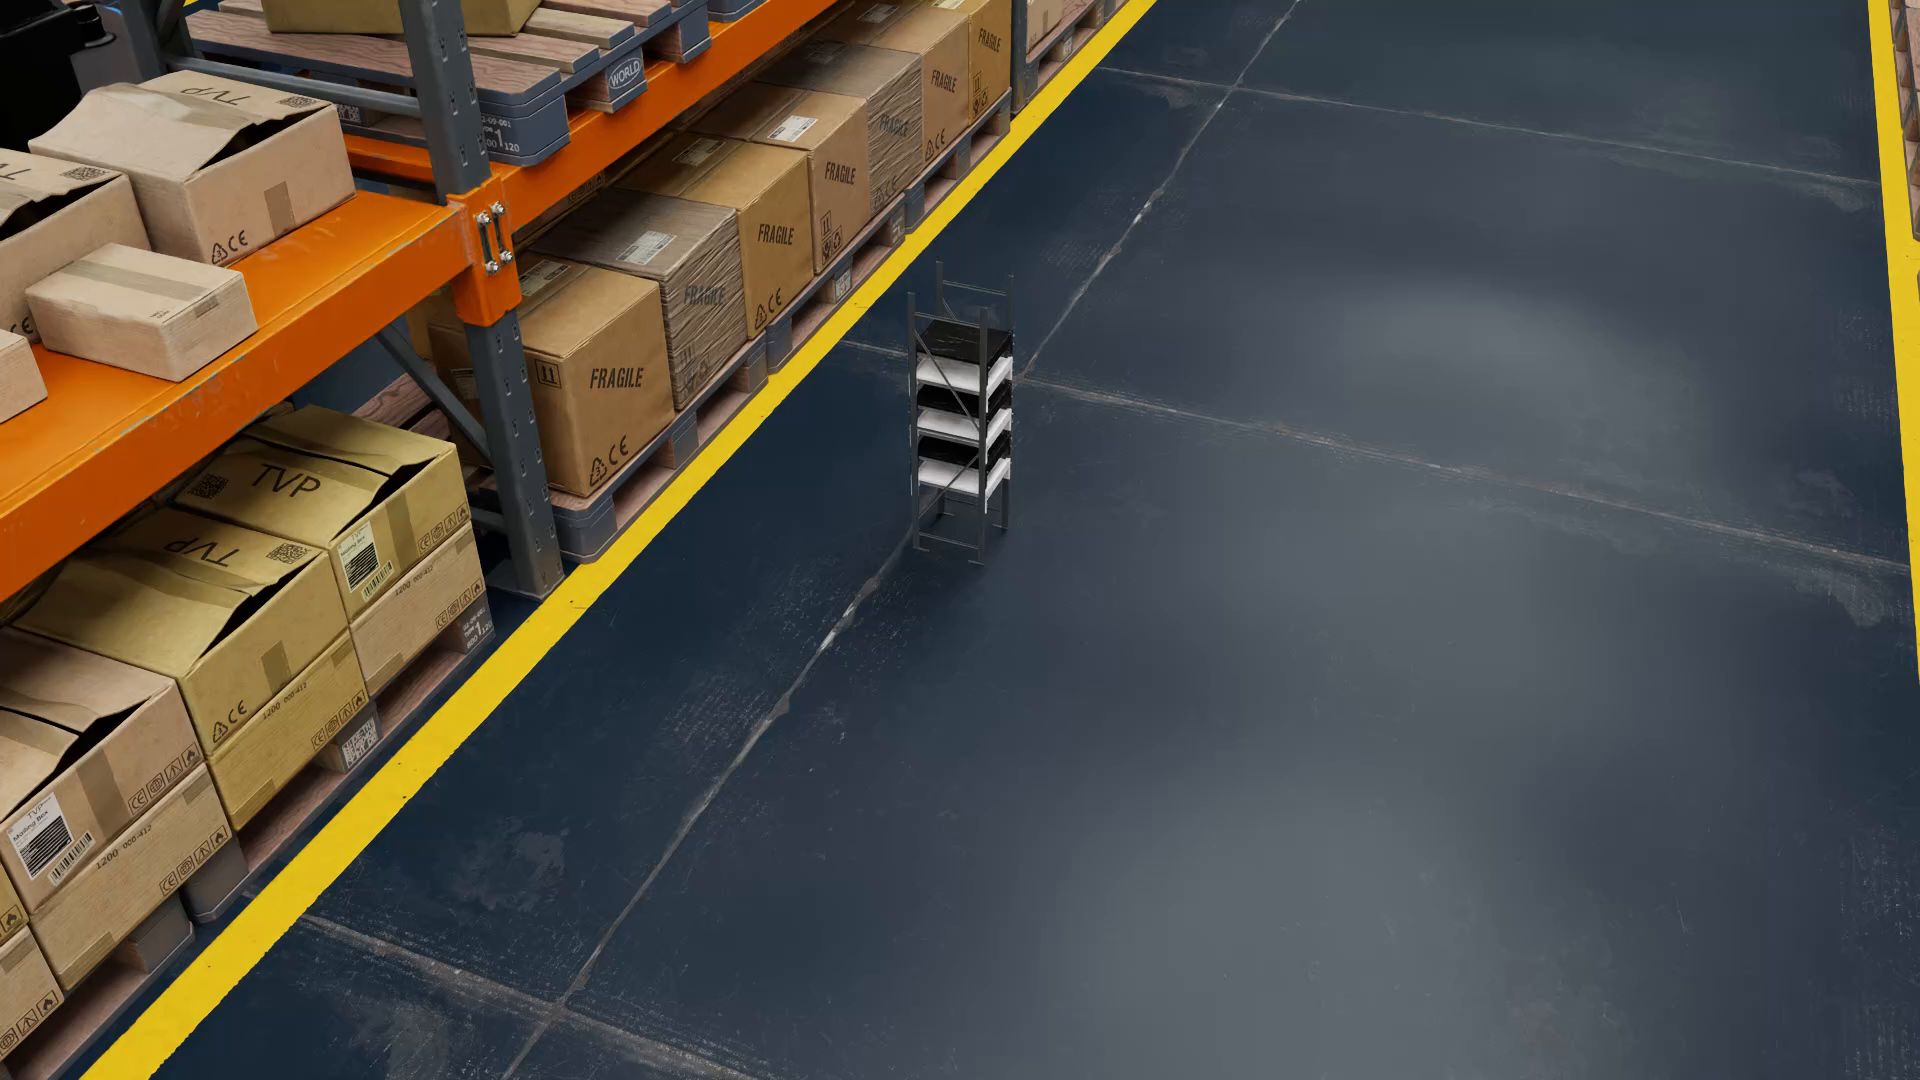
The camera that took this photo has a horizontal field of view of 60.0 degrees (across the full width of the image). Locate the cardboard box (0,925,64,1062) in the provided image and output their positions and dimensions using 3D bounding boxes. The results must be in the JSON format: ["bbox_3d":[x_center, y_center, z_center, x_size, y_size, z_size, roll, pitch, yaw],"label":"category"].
[{"bbox_3d":[-2.247,0.968,3.395,0.500,0.250,0.500,15,39,19],"label":"cardboard box"}]

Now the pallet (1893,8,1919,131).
[{"bbox_3d":[5.116,-2.222,8.047,1.003,0.211,1.213,14,39,18],"label":"pallet"}]

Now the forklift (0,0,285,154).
[{"bbox_3d":[-3.419,-1.382,4.650,1.130,2.935,3.031,14,39,18],"label":"forklift"}]

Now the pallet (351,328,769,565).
[{"bbox_3d":[-1.373,-0.449,5.674,1.003,0.211,1.213,14,39,18],"label":"pallet"}]

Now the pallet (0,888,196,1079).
[{"bbox_3d":[-2.507,1.076,3.634,1.003,0.211,1.213,14,39,18],"label":"pallet"}]

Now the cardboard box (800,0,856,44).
[{"bbox_3d":[-0.772,-2.041,7.195,0.500,0.500,0.500,14,39,18],"label":"cardboard box"}]

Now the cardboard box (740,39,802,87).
[{"bbox_3d":[-0.969,-1.766,6.827,0.500,0.500,0.500,14,39,18],"label":"cardboard box"}]

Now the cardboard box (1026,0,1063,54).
[{"bbox_3d":[0.190,-2.658,8.179,0.500,0.311,0.500,14,39,18],"label":"cardboard box"}]

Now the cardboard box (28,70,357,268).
[{"bbox_3d":[-1.871,-0.934,4.069,0.500,0.311,0.500,16,40,21],"label":"cardboard box"}]

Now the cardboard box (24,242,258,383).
[{"bbox_3d":[-1.779,-0.500,3.623,0.380,0.149,0.250,14,39,18],"label":"cardboard box"}]

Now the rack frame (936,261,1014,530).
[{"bbox_3d":[0.042,-0.421,5.062,0.240,0.900,0.006,14,39,18],"label":"rack frame"}]

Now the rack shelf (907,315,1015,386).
[{"bbox_3d":[0.003,-0.555,4.845,0.258,0.077,0.200,14,39,18],"label":"rack shelf"}]

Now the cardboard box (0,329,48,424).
[{"bbox_3d":[-2.125,-0.342,3.412,0.380,0.149,0.250,17,40,21],"label":"cardboard box"}]

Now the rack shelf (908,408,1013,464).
[{"bbox_3d":[0.003,-0.338,5.007,0.258,0.077,0.200,14,39,18],"label":"rack shelf"}]

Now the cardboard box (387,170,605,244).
[{"bbox_3d":[-1.536,-1.240,5.498,0.500,0.250,0.500,15,39,19],"label":"cardboard box"}]

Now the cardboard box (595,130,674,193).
[{"bbox_3d":[-1.356,-1.194,6.062,0.500,0.500,0.500,12,39,16],"label":"cardboard box"}]

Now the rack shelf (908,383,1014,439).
[{"bbox_3d":[0.003,-0.410,4.953,0.258,0.077,0.200,14,39,18],"label":"rack shelf"}]

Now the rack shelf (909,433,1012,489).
[{"bbox_3d":[0.003,-0.266,5.060,0.258,0.077,0.200,14,39,18],"label":"rack shelf"}]

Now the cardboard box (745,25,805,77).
[{"bbox_3d":[-0.960,-2.085,6.628,0.500,0.250,0.500,14,39,18],"label":"cardboard box"}]

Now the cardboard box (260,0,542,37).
[{"bbox_3d":[-1.557,-1.744,4.643,0.700,0.500,0.500,2,37,2],"label":"cardboard box"}]

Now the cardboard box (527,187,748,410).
[{"bbox_3d":[-1.061,-0.814,5.554,0.500,0.500,0.500,12,39,16],"label":"cardboard box"}]

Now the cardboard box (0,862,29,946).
[{"bbox_3d":[-2.243,0.738,3.234,0.500,0.311,0.500,15,39,19],"label":"cardboard box"}]

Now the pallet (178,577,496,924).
[{"bbox_3d":[-2.041,0.403,4.535,1.003,0.211,1.213,14,39,18],"label":"pallet"}]

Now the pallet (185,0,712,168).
[{"bbox_3d":[-1.499,-1.476,4.879,1.213,0.211,1.003,14,39,18],"label":"pallet"}]

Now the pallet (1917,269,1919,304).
[{"bbox_3d":[4.077,-0.711,6.025,1.003,0.211,1.213,14,39,18],"label":"pallet"}]

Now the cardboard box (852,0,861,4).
[{"bbox_3d":[-0.580,-2.339,7.594,0.500,0.500,0.500,12,38,16],"label":"cardboard box"}]

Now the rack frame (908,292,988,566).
[{"bbox_3d":[-0.036,-0.309,4.911,0.240,0.900,0.006,14,39,18],"label":"rack frame"}]

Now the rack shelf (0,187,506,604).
[{"bbox_3d":[-2.453,0.234,3.032,1.077,0.370,4.000,14,39,18],"label":"rack shelf"}]

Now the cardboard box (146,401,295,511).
[{"bbox_3d":[-2.163,-0.230,4.529,0.500,0.311,0.500,15,39,19],"label":"cardboard box"}]

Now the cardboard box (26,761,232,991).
[{"bbox_3d":[-2.054,0.683,3.777,0.500,0.250,0.500,15,39,19],"label":"cardboard box"}]

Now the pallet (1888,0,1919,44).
[{"bbox_3d":[5.582,-2.895,8.947,1.003,0.211,1.213,14,39,18],"label":"pallet"}]

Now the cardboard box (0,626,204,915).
[{"bbox_3d":[-2.050,0.461,3.605,0.500,0.311,0.500,14,39,17],"label":"cardboard box"}]

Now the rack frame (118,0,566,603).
[{"bbox_3d":[-1.692,-1.161,4.298,1.000,3.000,0.127,14,39,18],"label":"rack frame"}]

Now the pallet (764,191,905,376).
[{"bbox_3d":[-0.907,-1.122,6.575,1.003,0.211,1.213,14,39,18],"label":"pallet"}]

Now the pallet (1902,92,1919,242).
[{"bbox_3d":[4.653,-1.544,7.140,1.003,0.211,1.213,14,39,18],"label":"pallet"}]

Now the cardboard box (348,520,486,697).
[{"bbox_3d":[-1.667,0.119,4.532,0.500,0.250,0.500,15,39,19],"label":"cardboard box"}]

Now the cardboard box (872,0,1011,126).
[{"bbox_3d":[-0.093,-2.212,7.425,0.500,0.500,0.500,14,39,17],"label":"cardboard box"}]

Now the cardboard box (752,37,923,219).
[{"bbox_3d":[-0.480,-1.663,6.690,0.500,0.500,0.500,14,39,18],"label":"cardboard box"}]

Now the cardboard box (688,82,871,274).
[{"bbox_3d":[-0.671,-1.381,6.312,0.500,0.500,0.500,13,39,16],"label":"cardboard box"}]

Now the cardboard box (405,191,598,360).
[{"bbox_3d":[-1.553,-0.907,5.679,0.500,0.500,0.500,15,39,20],"label":"cardboard box"}]

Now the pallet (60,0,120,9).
[{"bbox_3d":[-4.977,-2.941,9.008,1.003,0.211,1.213,14,39,18],"label":"pallet"}]

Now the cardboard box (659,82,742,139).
[{"bbox_3d":[-1.162,-1.486,6.453,0.500,0.500,0.500,12,39,16],"label":"cardboard box"}]

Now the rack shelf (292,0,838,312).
[{"bbox_3d":[-0.931,-1.980,5.995,1.077,0.370,4.000,14,39,18],"label":"rack shelf"}]

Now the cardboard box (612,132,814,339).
[{"bbox_3d":[-0.865,-1.091,5.924,0.500,0.500,0.500,13,39,17],"label":"cardboard box"}]

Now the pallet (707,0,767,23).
[{"bbox_3d":[-0.956,-2.162,5.797,1.003,0.211,1.213,14,39,18],"label":"pallet"}]

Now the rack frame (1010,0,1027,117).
[{"bbox_3d":[-0.170,-3.376,7.261,1.000,3.000,0.127,14,39,18],"label":"rack frame"}]

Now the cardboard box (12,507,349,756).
[{"bbox_3d":[-1.855,0.183,3.978,0.500,0.311,0.500,13,39,17],"label":"cardboard box"}]

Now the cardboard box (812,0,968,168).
[{"bbox_3d":[-0.289,-1.941,7.061,0.500,0.500,0.500,14,39,18],"label":"cardboard box"}]

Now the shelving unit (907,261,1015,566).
[{"bbox_3d":[0.003,-0.365,4.987,0.258,0.900,0.210,14,39,18],"label":"shelving unit"}]

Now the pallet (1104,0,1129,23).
[{"bbox_3d":[0.555,-3.317,9.511,1.003,0.211,1.213,14,39,18],"label":"pallet"}]

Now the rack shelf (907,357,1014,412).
[{"bbox_3d":[0.003,-0.482,4.899,0.258,0.077,0.200,14,39,18],"label":"rack shelf"}]

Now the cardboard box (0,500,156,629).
[{"bbox_3d":[-2.355,0.063,4.138,0.500,0.311,0.500,13,39,17],"label":"cardboard box"}]

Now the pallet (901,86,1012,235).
[{"bbox_3d":[-0.445,-1.800,7.482,1.003,0.211,1.213,14,39,18],"label":"pallet"}]

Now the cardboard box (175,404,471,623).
[{"bbox_3d":[-1.664,-0.107,4.365,0.500,0.311,0.500,15,39,19],"label":"cardboard box"}]

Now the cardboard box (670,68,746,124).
[{"bbox_3d":[-1.150,-1.807,6.257,0.500,0.250,0.500,13,39,17],"label":"cardboard box"}]

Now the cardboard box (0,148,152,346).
[{"bbox_3d":[-2.212,-0.674,3.721,0.500,0.311,0.500,13,39,17],"label":"cardboard box"}]

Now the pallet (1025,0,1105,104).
[{"bbox_3d":[0.092,-2.639,8.604,1.003,0.211,1.213,14,39,18],"label":"pallet"}]

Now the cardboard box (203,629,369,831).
[{"bbox_3d":[-1.860,0.405,4.149,0.500,0.250,0.500,13,39,17],"label":"cardboard box"}]

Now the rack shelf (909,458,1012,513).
[{"bbox_3d":[0.003,-0.194,5.114,0.258,0.077,0.200,14,39,18],"label":"rack shelf"}]

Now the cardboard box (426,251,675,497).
[{"bbox_3d":[-1.255,-0.523,5.165,0.500,0.500,0.500,15,39,20],"label":"cardboard box"}]
